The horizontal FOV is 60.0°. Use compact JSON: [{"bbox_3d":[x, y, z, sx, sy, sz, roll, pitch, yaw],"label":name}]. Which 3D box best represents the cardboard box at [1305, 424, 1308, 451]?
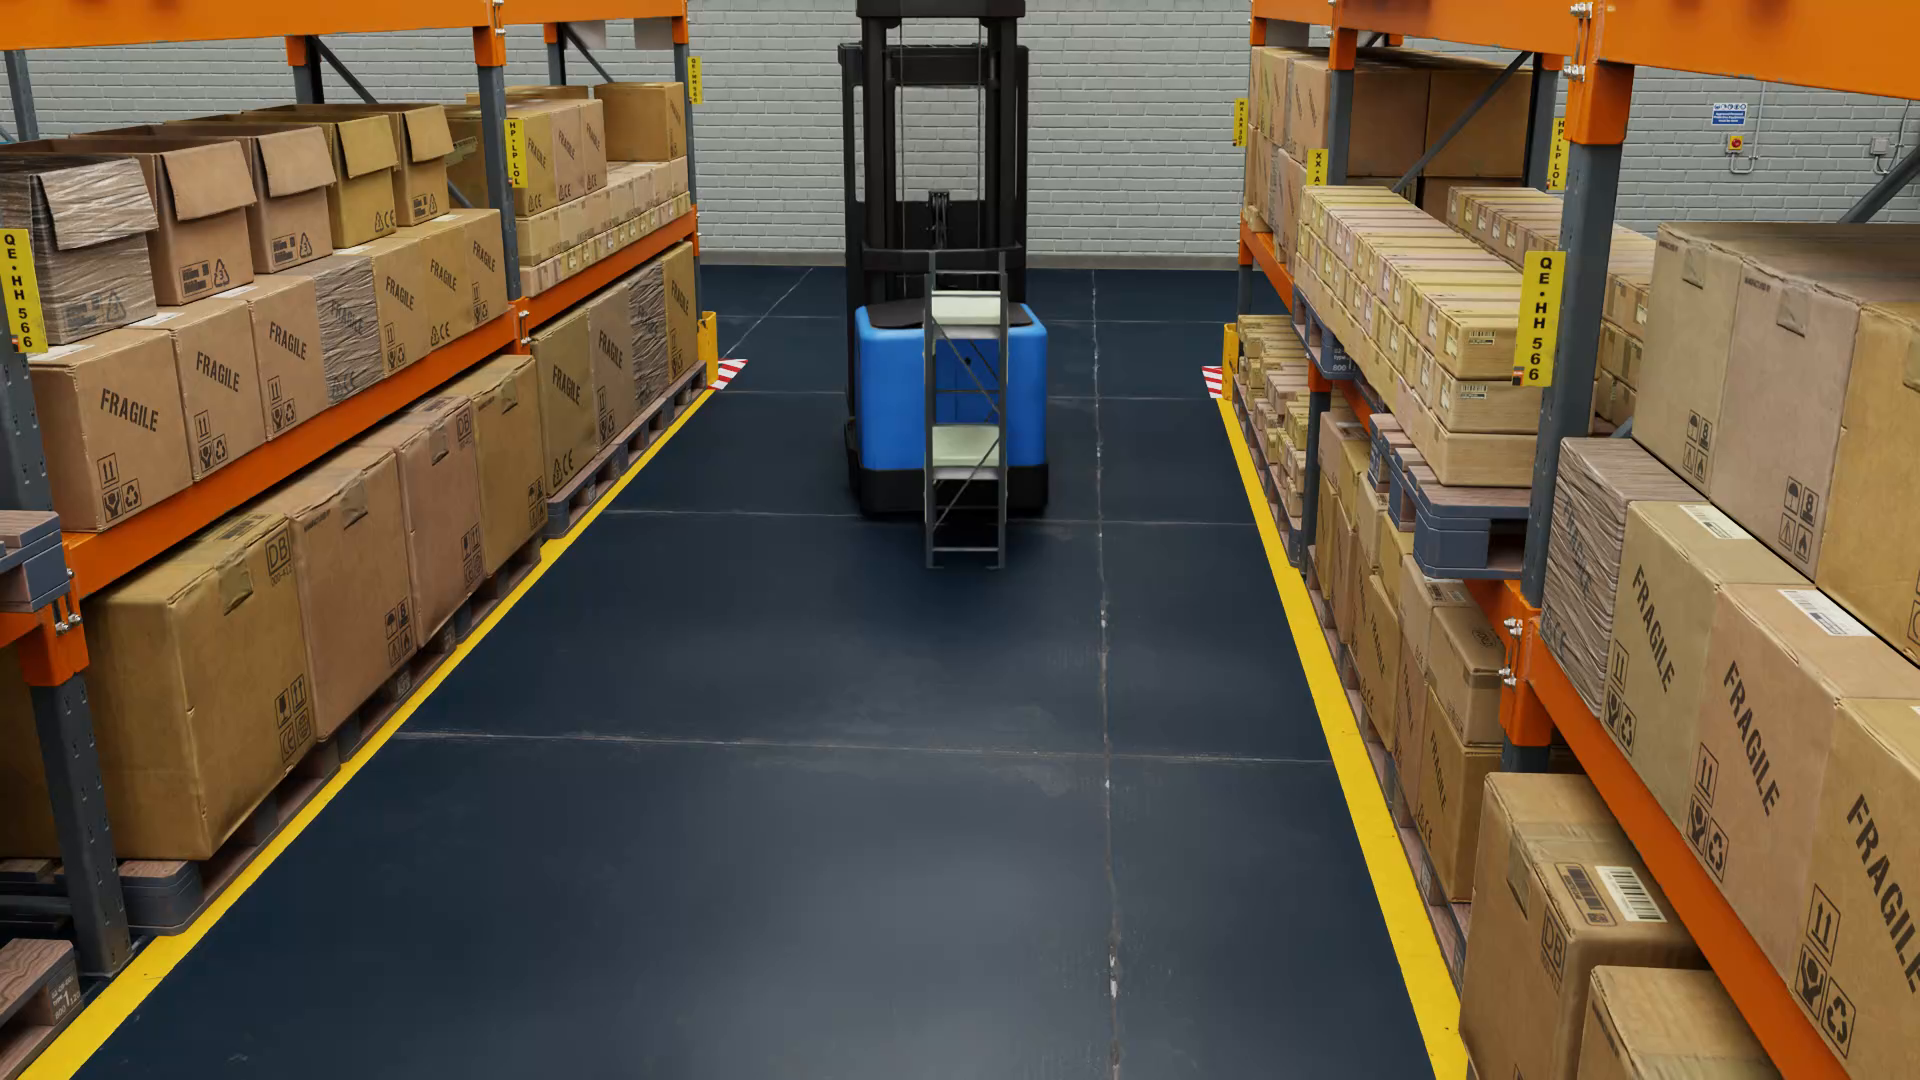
[{"bbox_3d":[1.984,-0.492,8.556,0.380,0.149,0.250,2,18,5],"label":"cardboard box"}]

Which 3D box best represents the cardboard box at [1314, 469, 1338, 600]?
[{"bbox_3d":[1.900,-0.036,7.557,0.500,0.500,0.500,2,18,6],"label":"cardboard box"}]

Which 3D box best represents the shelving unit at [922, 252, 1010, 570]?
[{"bbox_3d":[0.033,-0.681,8.592,0.431,1.500,0.755,0,18,1],"label":"shelving unit"}]

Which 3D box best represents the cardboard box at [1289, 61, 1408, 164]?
[{"bbox_3d":[2.014,-2.225,8.652,0.500,0.500,0.500,1,18,2],"label":"cardboard box"}]

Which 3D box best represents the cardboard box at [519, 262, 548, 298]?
[{"bbox_3d":[-2.369,-1.355,8.646,0.380,0.149,0.250,1,18,4],"label":"cardboard box"}]

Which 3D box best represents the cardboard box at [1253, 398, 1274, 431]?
[{"bbox_3d":[2.044,-0.786,10.407,0.380,0.149,0.250,0,18,1],"label":"cardboard box"}]

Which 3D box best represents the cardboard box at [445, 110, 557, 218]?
[{"bbox_3d":[-2.433,-1.960,8.646,0.500,0.500,0.500,1,18,4],"label":"cardboard box"}]

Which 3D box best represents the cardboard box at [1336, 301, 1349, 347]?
[{"bbox_3d":[1.643,-0.811,6.309,0.380,0.149,0.250,1,18,3],"label":"cardboard box"}]

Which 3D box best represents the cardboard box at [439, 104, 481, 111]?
[{"bbox_3d":[-2.916,-2.121,9.138,0.500,0.500,0.500,1,18,4],"label":"cardboard box"}]

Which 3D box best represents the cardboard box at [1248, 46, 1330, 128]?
[{"bbox_3d":[2.208,-3.021,11.082,0.500,0.500,0.500,1,18,4],"label":"cardboard box"}]

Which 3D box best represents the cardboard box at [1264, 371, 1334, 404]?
[{"bbox_3d":[2.004,-0.899,9.797,0.380,0.149,0.250,1,18,2],"label":"cardboard box"}]

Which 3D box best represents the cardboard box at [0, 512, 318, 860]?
[{"bbox_3d":[-2.939,0.448,5.476,1.225,0.875,0.875,0,18,1],"label":"cardboard box"}]

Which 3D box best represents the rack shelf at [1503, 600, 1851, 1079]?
[{"bbox_3d":[1.788,0.957,2.340,1.077,0.370,4.000,1,18,4],"label":"rack shelf"}]

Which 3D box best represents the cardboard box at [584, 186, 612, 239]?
[{"bbox_3d":[-2.355,-1.916,9.716,0.500,0.250,0.500,2,18,5],"label":"cardboard box"}]

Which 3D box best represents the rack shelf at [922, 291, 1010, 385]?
[{"bbox_3d":[0.033,-1.052,8.470,0.431,0.370,0.720,0,18,1],"label":"rack shelf"}]

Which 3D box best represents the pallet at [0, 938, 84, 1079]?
[{"bbox_3d":[-3.066,1.420,4.251,1.003,0.211,1.213,1,18,4],"label":"pallet"}]

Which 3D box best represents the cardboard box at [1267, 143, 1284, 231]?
[{"bbox_3d":[2.106,-2.069,9.782,0.500,0.500,0.500,1,18,2],"label":"cardboard box"}]

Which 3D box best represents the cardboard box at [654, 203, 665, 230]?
[{"bbox_3d":[-2.187,-2.159,11.097,0.380,0.149,0.250,2,18,5],"label":"cardboard box"}]

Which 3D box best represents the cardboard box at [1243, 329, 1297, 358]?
[{"bbox_3d":[2.083,-1.299,11.019,0.380,0.149,0.250,1,18,4],"label":"cardboard box"}]

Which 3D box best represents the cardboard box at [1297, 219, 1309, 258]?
[{"bbox_3d":[1.731,-1.358,7.501,0.380,0.149,0.250,2,18,5],"label":"cardboard box"}]

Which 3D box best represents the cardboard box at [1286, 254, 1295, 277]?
[{"bbox_3d":[2.026,-1.551,9.244,0.380,0.149,0.250,1,18,2],"label":"cardboard box"}]

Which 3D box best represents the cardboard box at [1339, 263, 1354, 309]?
[{"bbox_3d":[1.642,-0.950,6.257,0.380,0.149,0.250,1,18,3],"label":"cardboard box"}]

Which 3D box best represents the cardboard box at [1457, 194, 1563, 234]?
[{"bbox_3d":[2.365,-1.399,7.148,0.380,0.149,0.250,1,18,2],"label":"cardboard box"}]

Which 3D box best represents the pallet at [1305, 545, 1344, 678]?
[{"bbox_3d":[2.164,0.319,7.611,1.003,0.211,1.213,1,18,4],"label":"pallet"}]

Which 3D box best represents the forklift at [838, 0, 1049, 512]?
[{"bbox_3d":[-0.170,-1.960,10.197,1.130,2.935,3.031,-2,18,-5],"label":"forklift"}]

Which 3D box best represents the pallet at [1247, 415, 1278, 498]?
[{"bbox_3d":[2.316,-0.512,10.148,1.003,0.211,1.213,1,18,4],"label":"pallet"}]

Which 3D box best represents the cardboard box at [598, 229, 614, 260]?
[{"bbox_3d":[-2.277,-1.758,9.874,0.380,0.149,0.250,1,18,5],"label":"cardboard box"}]

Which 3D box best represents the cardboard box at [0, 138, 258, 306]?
[{"bbox_3d":[-2.891,-1.101,5.695,0.797,0.503,0.637,2,18,5],"label":"cardboard box"}]

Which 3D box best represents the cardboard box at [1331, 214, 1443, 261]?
[{"bbox_3d":[1.658,-1.176,6.468,0.380,0.149,0.250,1,18,3],"label":"cardboard box"}]

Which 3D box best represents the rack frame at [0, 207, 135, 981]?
[{"bbox_3d":[-3.009,-0.148,4.558,1.000,3.000,0.127,1,18,4],"label":"rack frame"}]

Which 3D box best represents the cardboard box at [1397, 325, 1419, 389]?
[{"bbox_3d":[1.546,-0.556,5.053,0.380,0.149,0.250,2,18,5],"label":"cardboard box"}]

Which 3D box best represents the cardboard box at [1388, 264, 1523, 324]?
[{"bbox_3d":[1.563,-0.774,5.240,0.380,0.149,0.250,2,18,6],"label":"cardboard box"}]

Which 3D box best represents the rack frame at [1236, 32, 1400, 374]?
[{"bbox_3d":[2.505,-2.491,11.707,1.000,3.000,0.127,1,18,4],"label":"rack frame"}]

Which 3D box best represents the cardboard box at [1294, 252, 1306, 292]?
[{"bbox_3d":[1.731,-1.216,7.547,0.380,0.149,0.250,0,18,1],"label":"cardboard box"}]

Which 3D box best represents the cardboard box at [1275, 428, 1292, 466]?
[{"bbox_3d":[1.932,-0.507,9.080,0.380,0.149,0.250,1,18,2],"label":"cardboard box"}]

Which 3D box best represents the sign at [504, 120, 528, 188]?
[{"bbox_3d":[-2.180,-1.894,8.153,0.100,0.325,0.005,1,18,4],"label":"sign"}]

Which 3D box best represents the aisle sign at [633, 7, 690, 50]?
[{"bbox_3d":[-2.131,-3.884,11.783,0.394,0.787,0.004,1,18,4],"label":"aisle sign"}]

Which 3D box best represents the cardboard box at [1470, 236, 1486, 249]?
[{"bbox_3d":[2.348,-1.183,6.967,0.380,0.149,0.250,2,18,6],"label":"cardboard box"}]

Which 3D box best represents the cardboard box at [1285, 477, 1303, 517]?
[{"bbox_3d":[1.906,-0.222,8.689,0.380,0.149,0.250,2,18,5],"label":"cardboard box"}]

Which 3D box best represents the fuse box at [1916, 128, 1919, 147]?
[{"bbox_3d":[9.915,-3.459,16.731,0.539,1.711,0.414,1,18,4],"label":"fuse box"}]

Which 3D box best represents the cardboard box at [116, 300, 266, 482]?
[{"bbox_3d":[-2.668,-0.501,5.473,0.500,0.500,0.500,1,18,2],"label":"cardboard box"}]

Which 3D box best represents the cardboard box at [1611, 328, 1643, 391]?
[{"bbox_3d":[2.199,-0.540,5.006,0.380,0.149,0.250,1,18,2],"label":"cardboard box"}]

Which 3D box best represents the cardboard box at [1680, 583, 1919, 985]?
[{"bbox_3d":[1.559,0.395,2.741,0.500,0.500,0.500,1,18,4],"label":"cardboard box"}]

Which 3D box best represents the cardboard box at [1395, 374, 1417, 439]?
[{"bbox_3d":[1.546,-0.407,5.076,0.380,0.149,0.250,2,18,5],"label":"cardboard box"}]

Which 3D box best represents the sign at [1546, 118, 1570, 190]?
[{"bbox_3d":[2.772,-1.787,7.701,0.100,0.325,0.005,1,18,4],"label":"sign"}]

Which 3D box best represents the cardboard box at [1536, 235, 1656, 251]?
[{"bbox_3d":[2.272,-0.994,5.912,0.380,0.149,0.250,1,18,3],"label":"cardboard box"}]

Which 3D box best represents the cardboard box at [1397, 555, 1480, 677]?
[{"bbox_3d":[1.744,0.251,5.476,0.500,0.250,0.500,2,18,5],"label":"cardboard box"}]

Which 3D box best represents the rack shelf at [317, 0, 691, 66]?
[{"bbox_3d":[-2.579,-3.095,9.890,1.077,0.370,4.000,1,18,4],"label":"rack shelf"}]

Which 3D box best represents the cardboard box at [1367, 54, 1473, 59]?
[{"bbox_3d":[2.621,-2.523,9.563,0.500,0.500,0.500,1,18,2],"label":"cardboard box"}]

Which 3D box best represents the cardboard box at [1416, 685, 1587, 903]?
[{"bbox_3d":[1.718,0.772,5.089,0.500,0.500,0.500,1,18,4],"label":"cardboard box"}]

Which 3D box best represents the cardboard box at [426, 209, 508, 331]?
[{"bbox_3d":[-2.483,-1.287,7.871,0.500,0.500,0.500,1,18,4],"label":"cardboard box"}]
